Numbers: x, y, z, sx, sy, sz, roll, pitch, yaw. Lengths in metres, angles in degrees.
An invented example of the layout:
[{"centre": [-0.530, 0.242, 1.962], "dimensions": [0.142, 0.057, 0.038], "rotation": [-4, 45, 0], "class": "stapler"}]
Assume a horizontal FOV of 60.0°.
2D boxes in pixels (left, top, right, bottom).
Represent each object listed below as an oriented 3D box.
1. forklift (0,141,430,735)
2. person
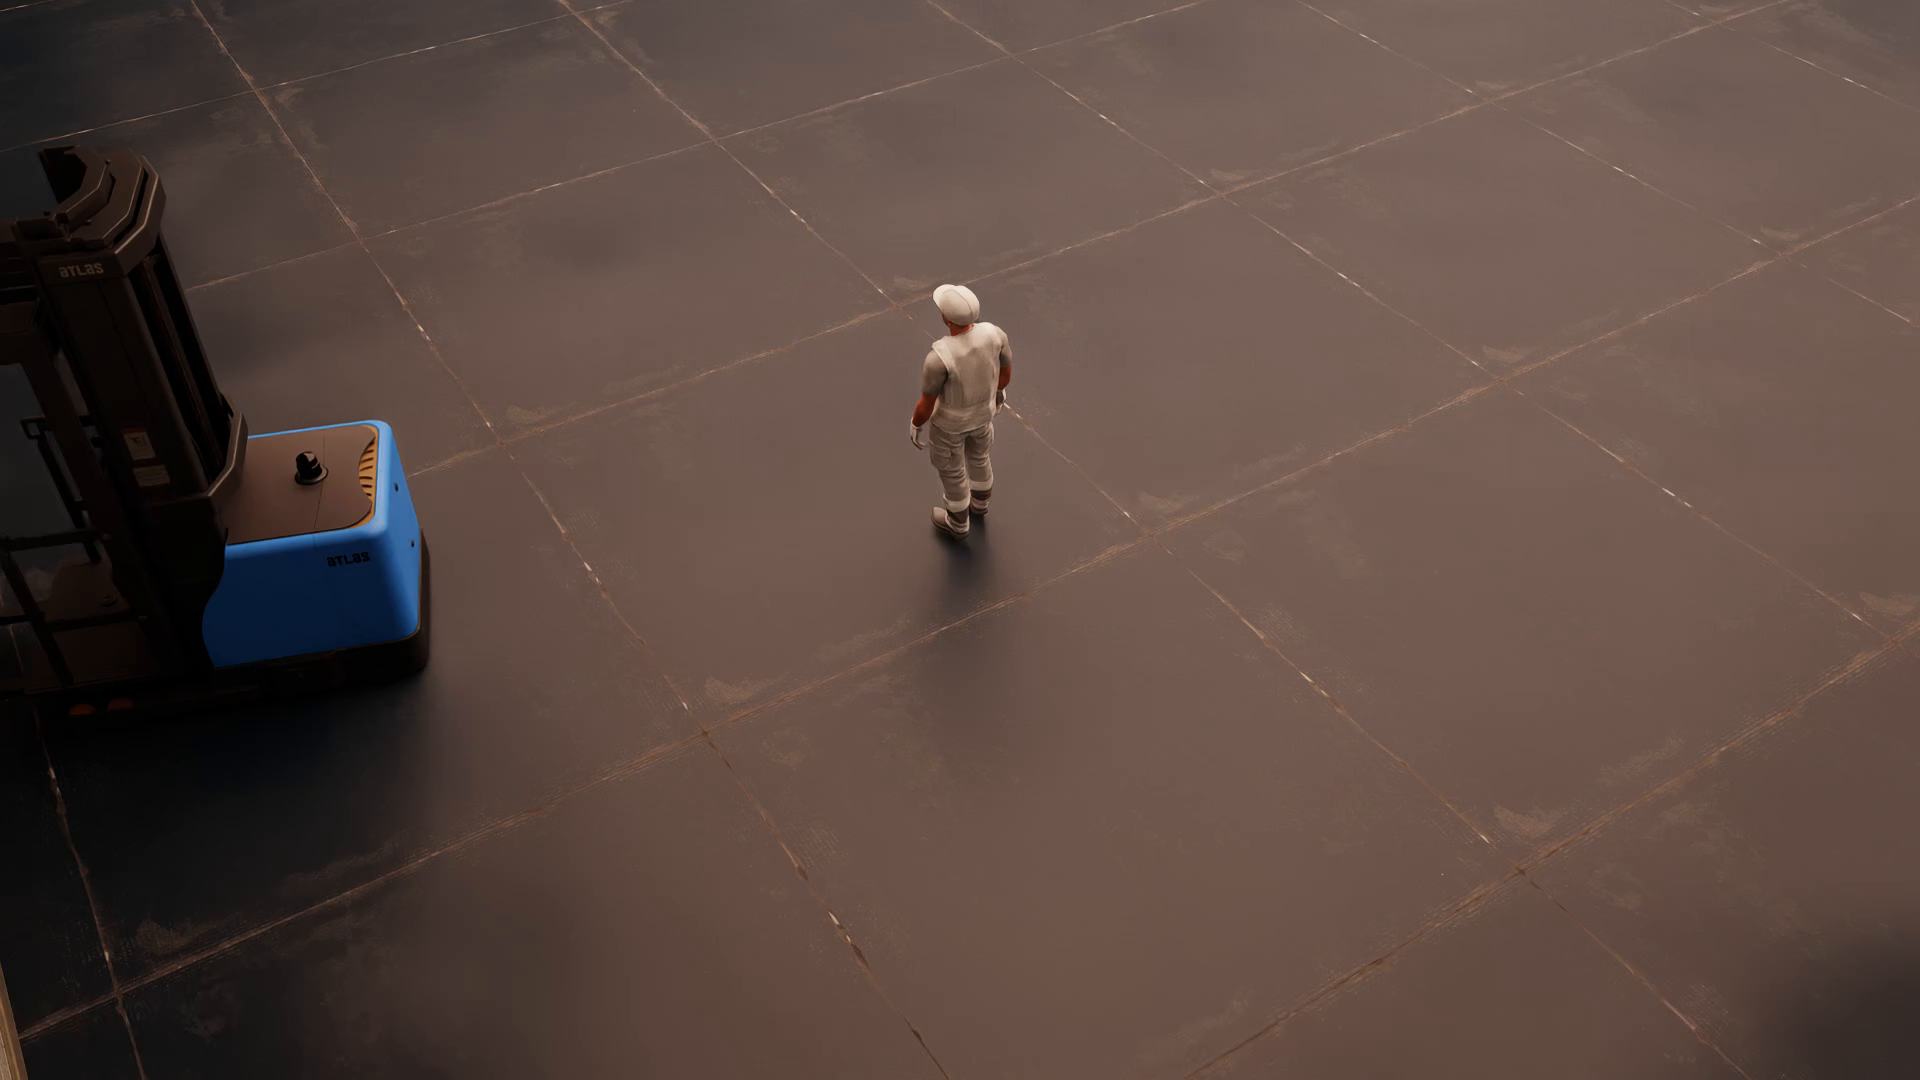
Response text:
[{"centre": [-4.524, -0.448, 8.384], "dimensions": [3.031, 2.935, 1.130], "rotation": [-9, 42, -10], "class": "forklift"}, {"centre": [-0.033, -0.759, 9.534], "dimensions": [0.637, 1.789, 0.561], "rotation": [-23, 46, -24], "class": "person"}]
